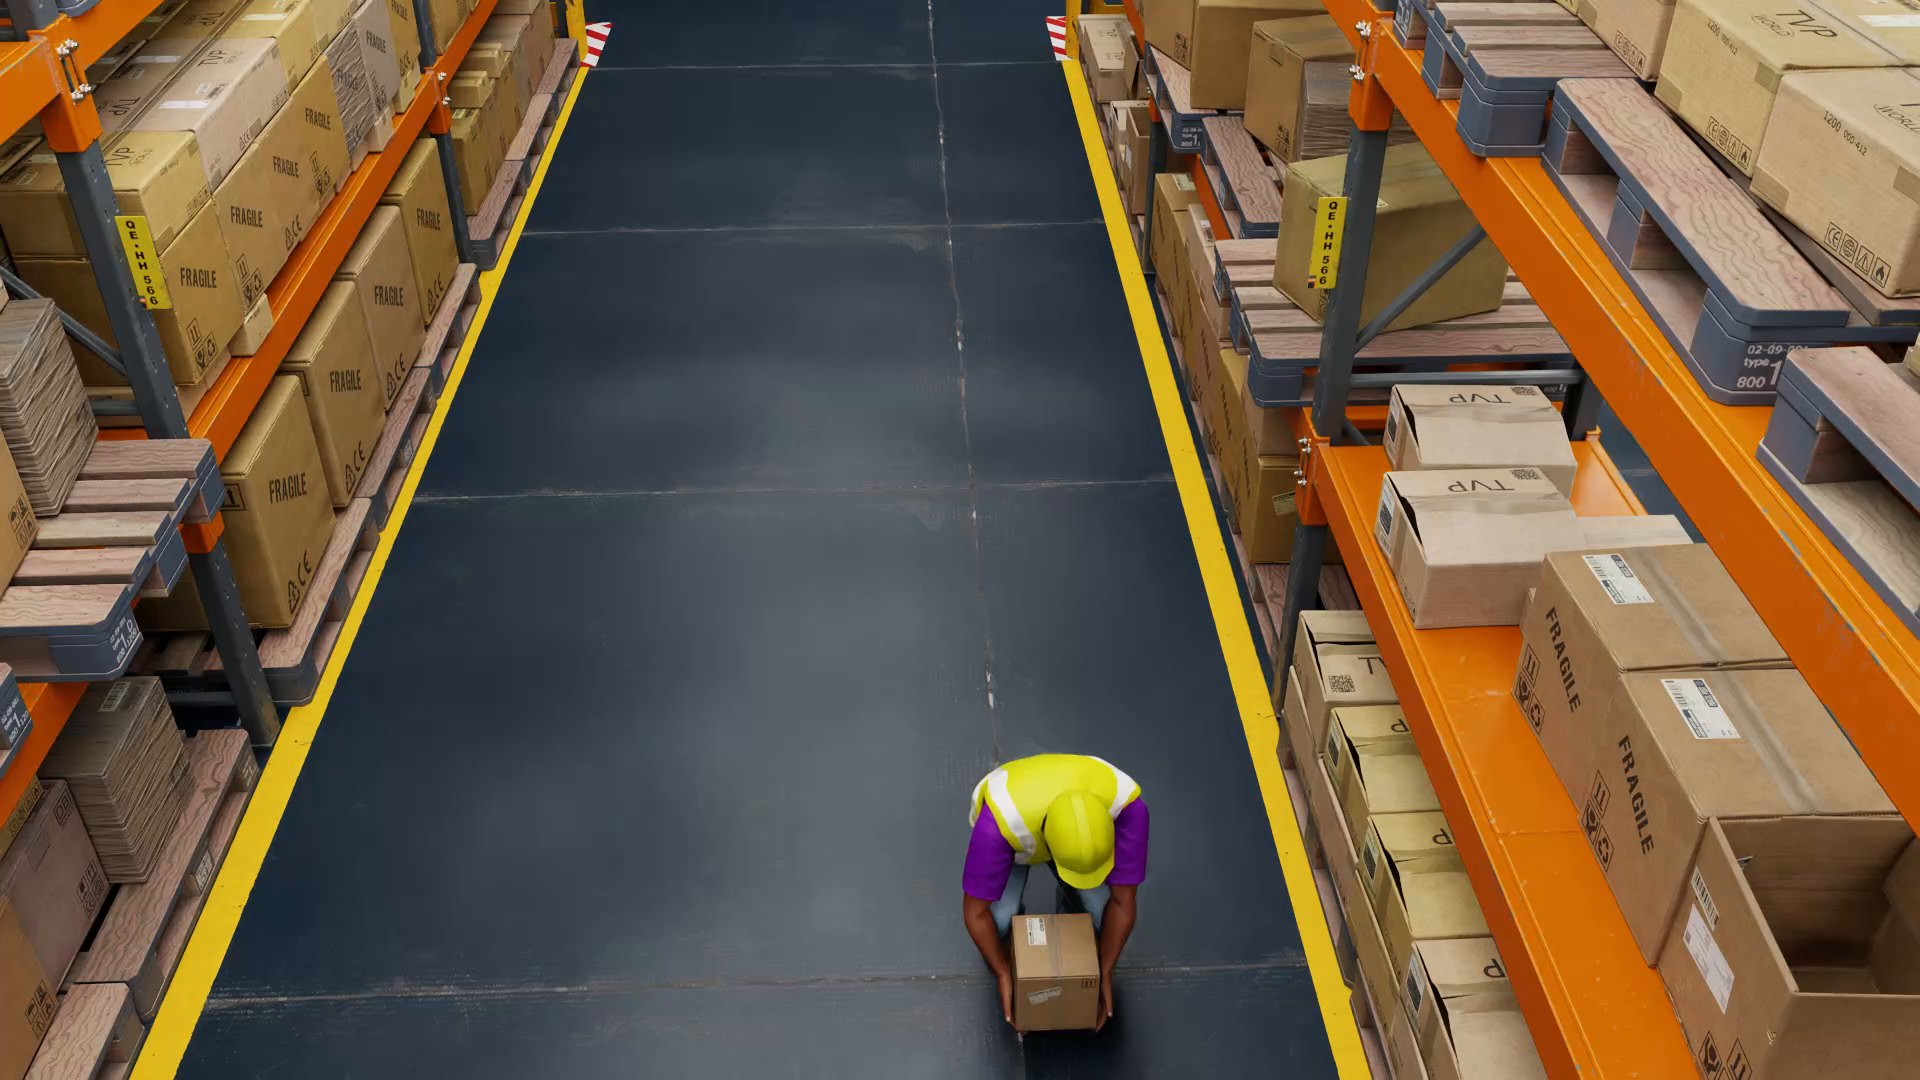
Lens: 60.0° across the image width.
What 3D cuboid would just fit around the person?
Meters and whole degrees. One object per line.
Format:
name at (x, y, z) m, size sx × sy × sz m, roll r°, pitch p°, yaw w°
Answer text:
person at (0.294, 1.020, 5.345) m, size 0.593 × 0.999 × 0.862 m, roll -2°, pitch 35°, yaw -3°
